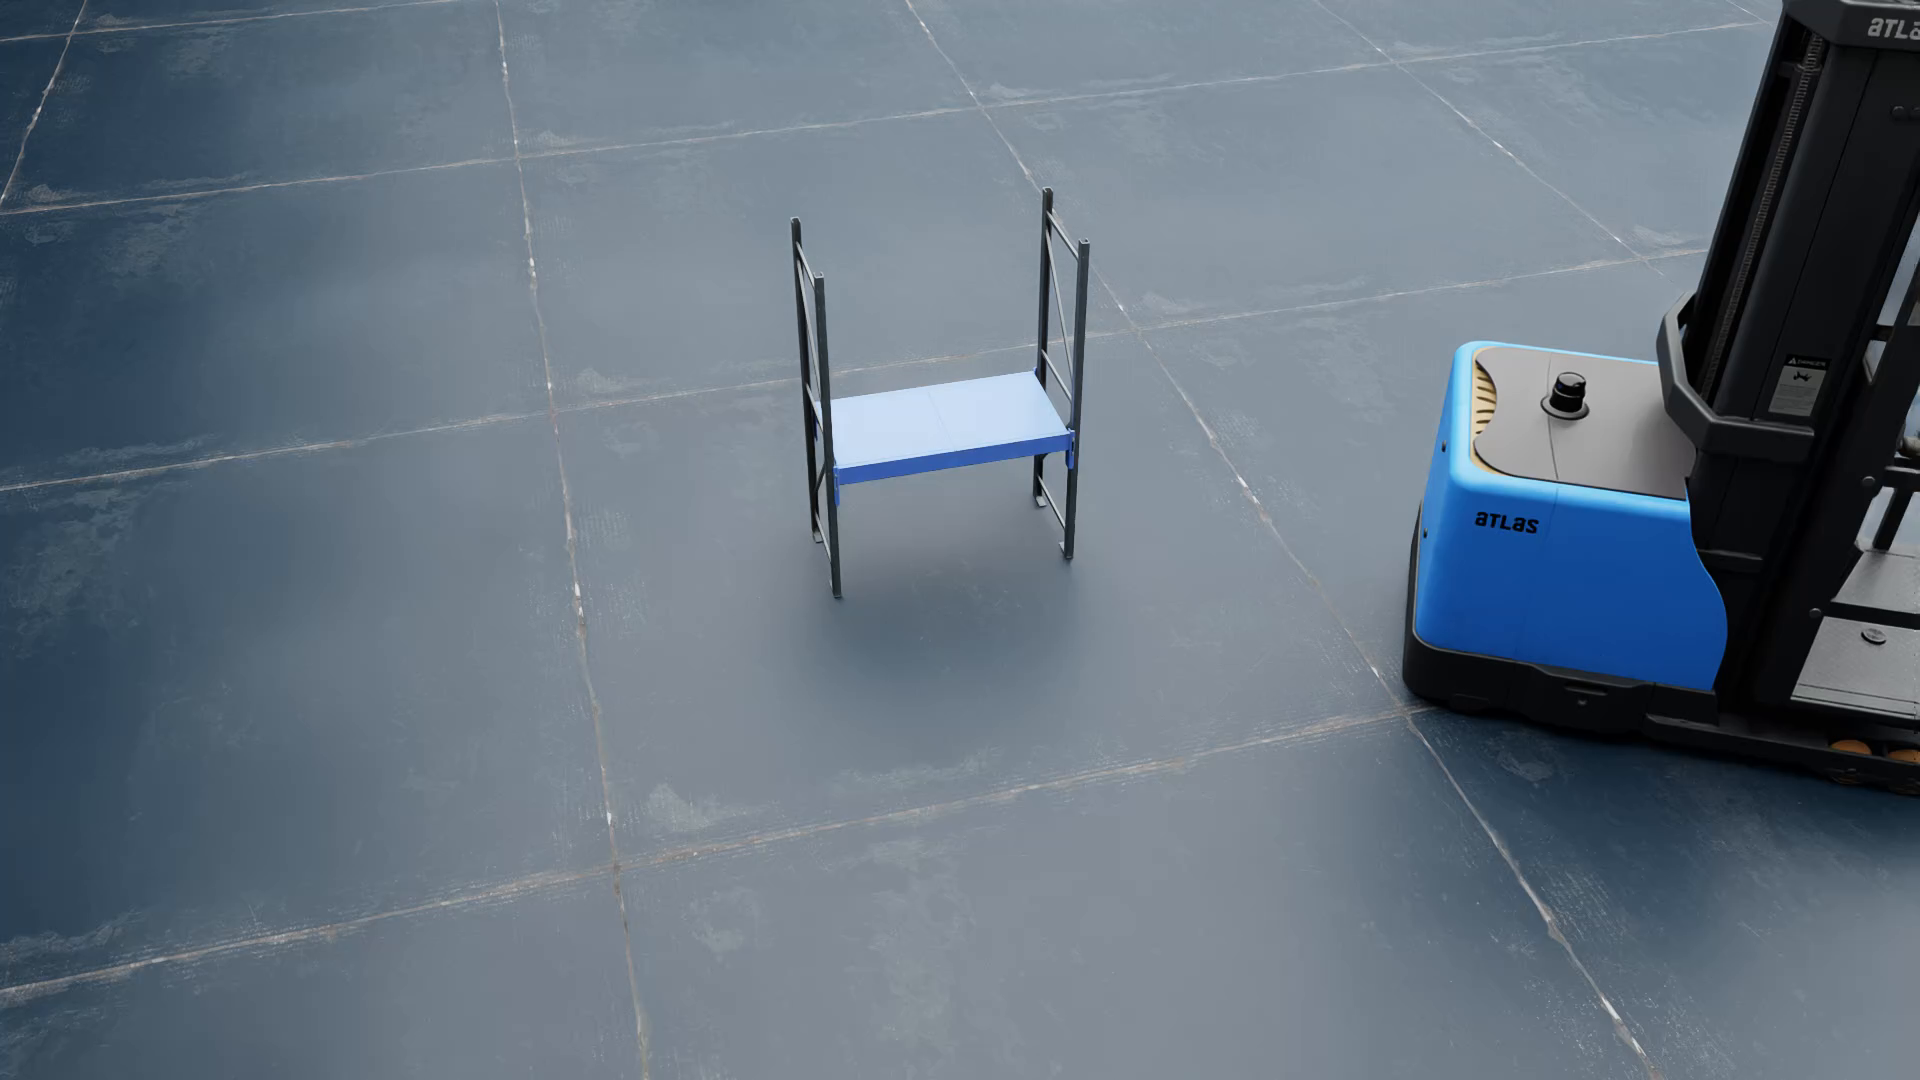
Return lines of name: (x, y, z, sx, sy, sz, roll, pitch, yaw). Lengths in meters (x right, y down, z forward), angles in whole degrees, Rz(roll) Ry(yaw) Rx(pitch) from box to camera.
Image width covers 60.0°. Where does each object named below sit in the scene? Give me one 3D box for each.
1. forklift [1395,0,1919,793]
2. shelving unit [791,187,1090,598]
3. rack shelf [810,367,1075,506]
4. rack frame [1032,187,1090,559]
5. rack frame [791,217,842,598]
forklift: (3.261, -0.604, 5.627, 3.031, 2.935, 1.130, 9, 38, 11)
shelving unit: (-0.082, -0.582, 6.777, 1.048, 1.500, 0.538, -9, 38, -12)
rack shelf: (-0.082, -0.439, 6.886, 1.000, 0.185, 0.538, -9, 38, -12)
rack frame: (0.408, -0.663, 6.882, 0.032, 1.500, 0.500, -9, 38, -12)
rack frame: (-0.573, -0.502, 6.671, 0.032, 1.500, 0.500, -9, 38, -12)
